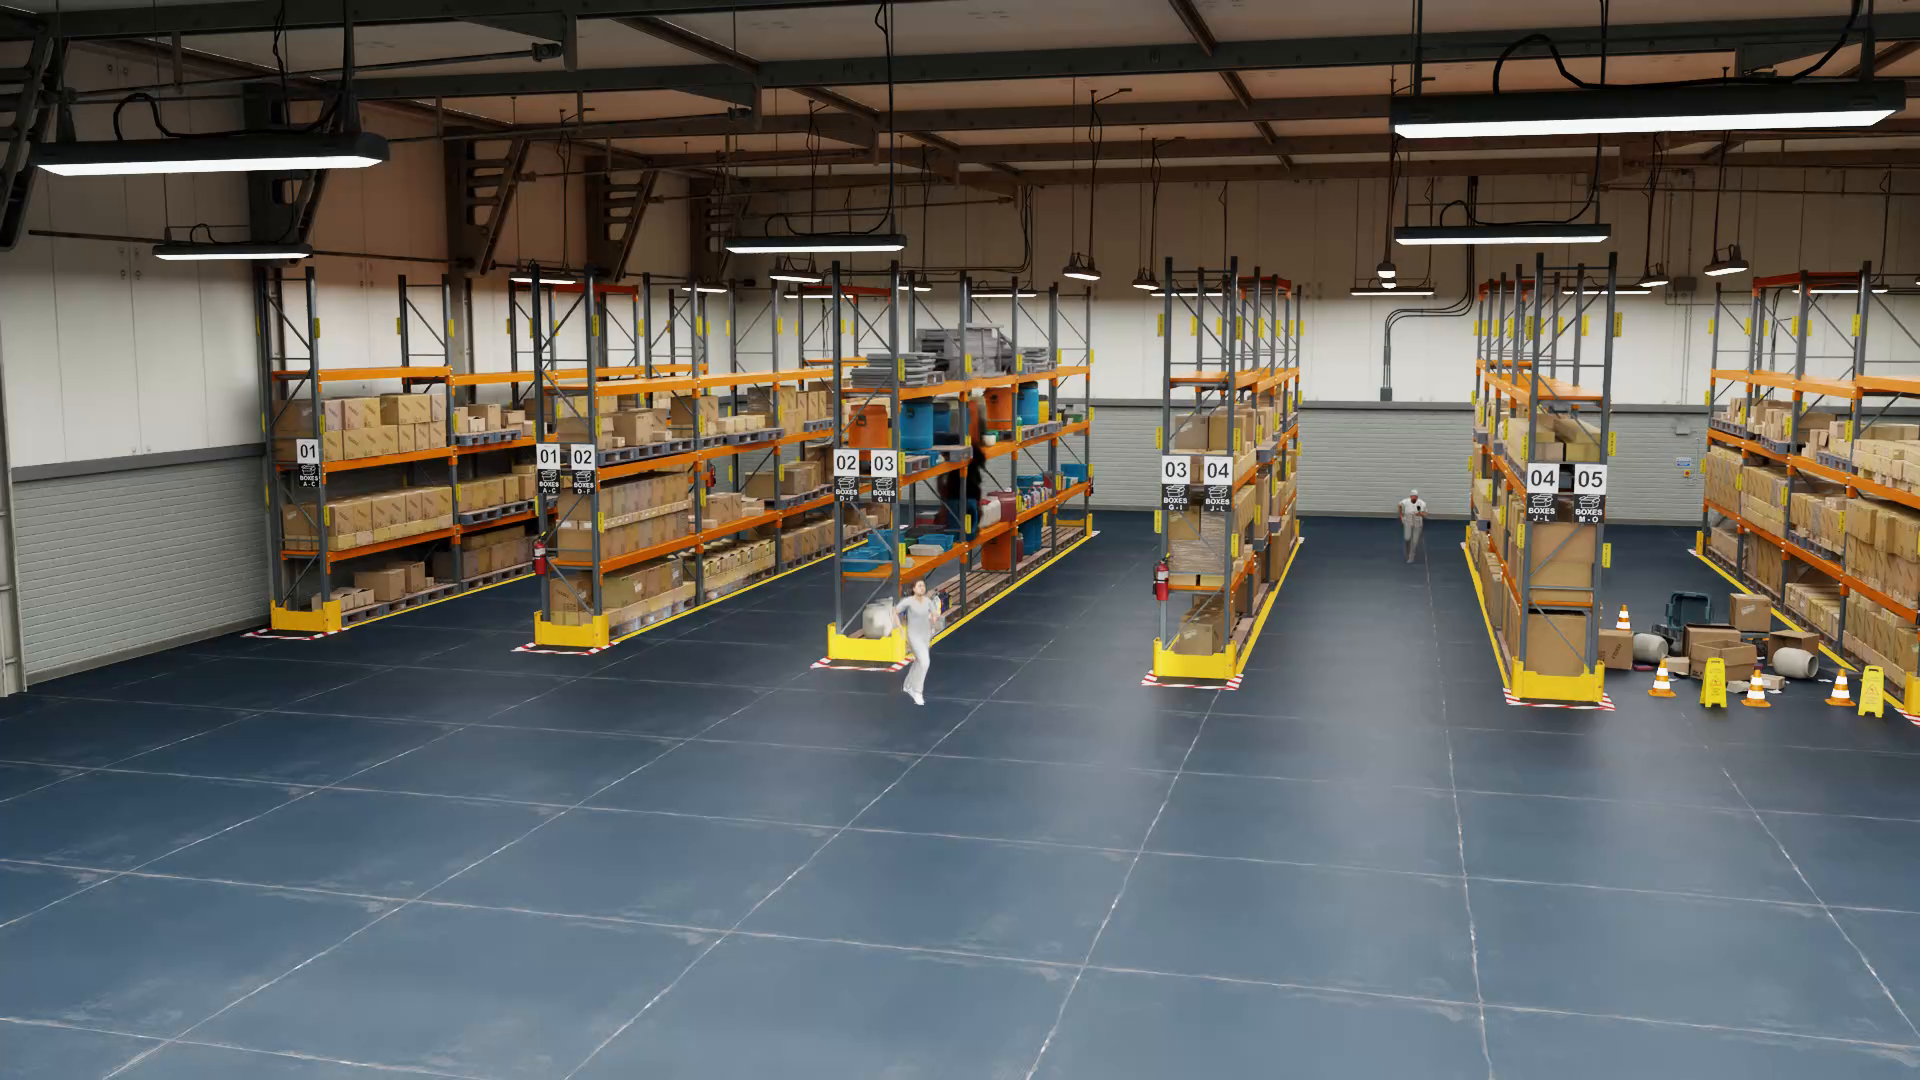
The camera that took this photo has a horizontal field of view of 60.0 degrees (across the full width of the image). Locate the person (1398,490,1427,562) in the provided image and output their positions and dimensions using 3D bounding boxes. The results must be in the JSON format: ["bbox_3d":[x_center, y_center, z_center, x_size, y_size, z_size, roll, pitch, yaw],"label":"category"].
[{"bbox_3d":[9.676,-0.297,35.576,0.590,1.588,0.766,2,7,13],"label":"person"}]

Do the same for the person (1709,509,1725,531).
[{"bbox_3d":[17.371,-0.620,38.028,0.575,1.644,0.642,6,9,37],"label":"person"}]

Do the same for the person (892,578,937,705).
[{"bbox_3d":[-0.566,1.348,22.338,0.530,1.704,0.721,-6,9,-40],"label":"person"}]
